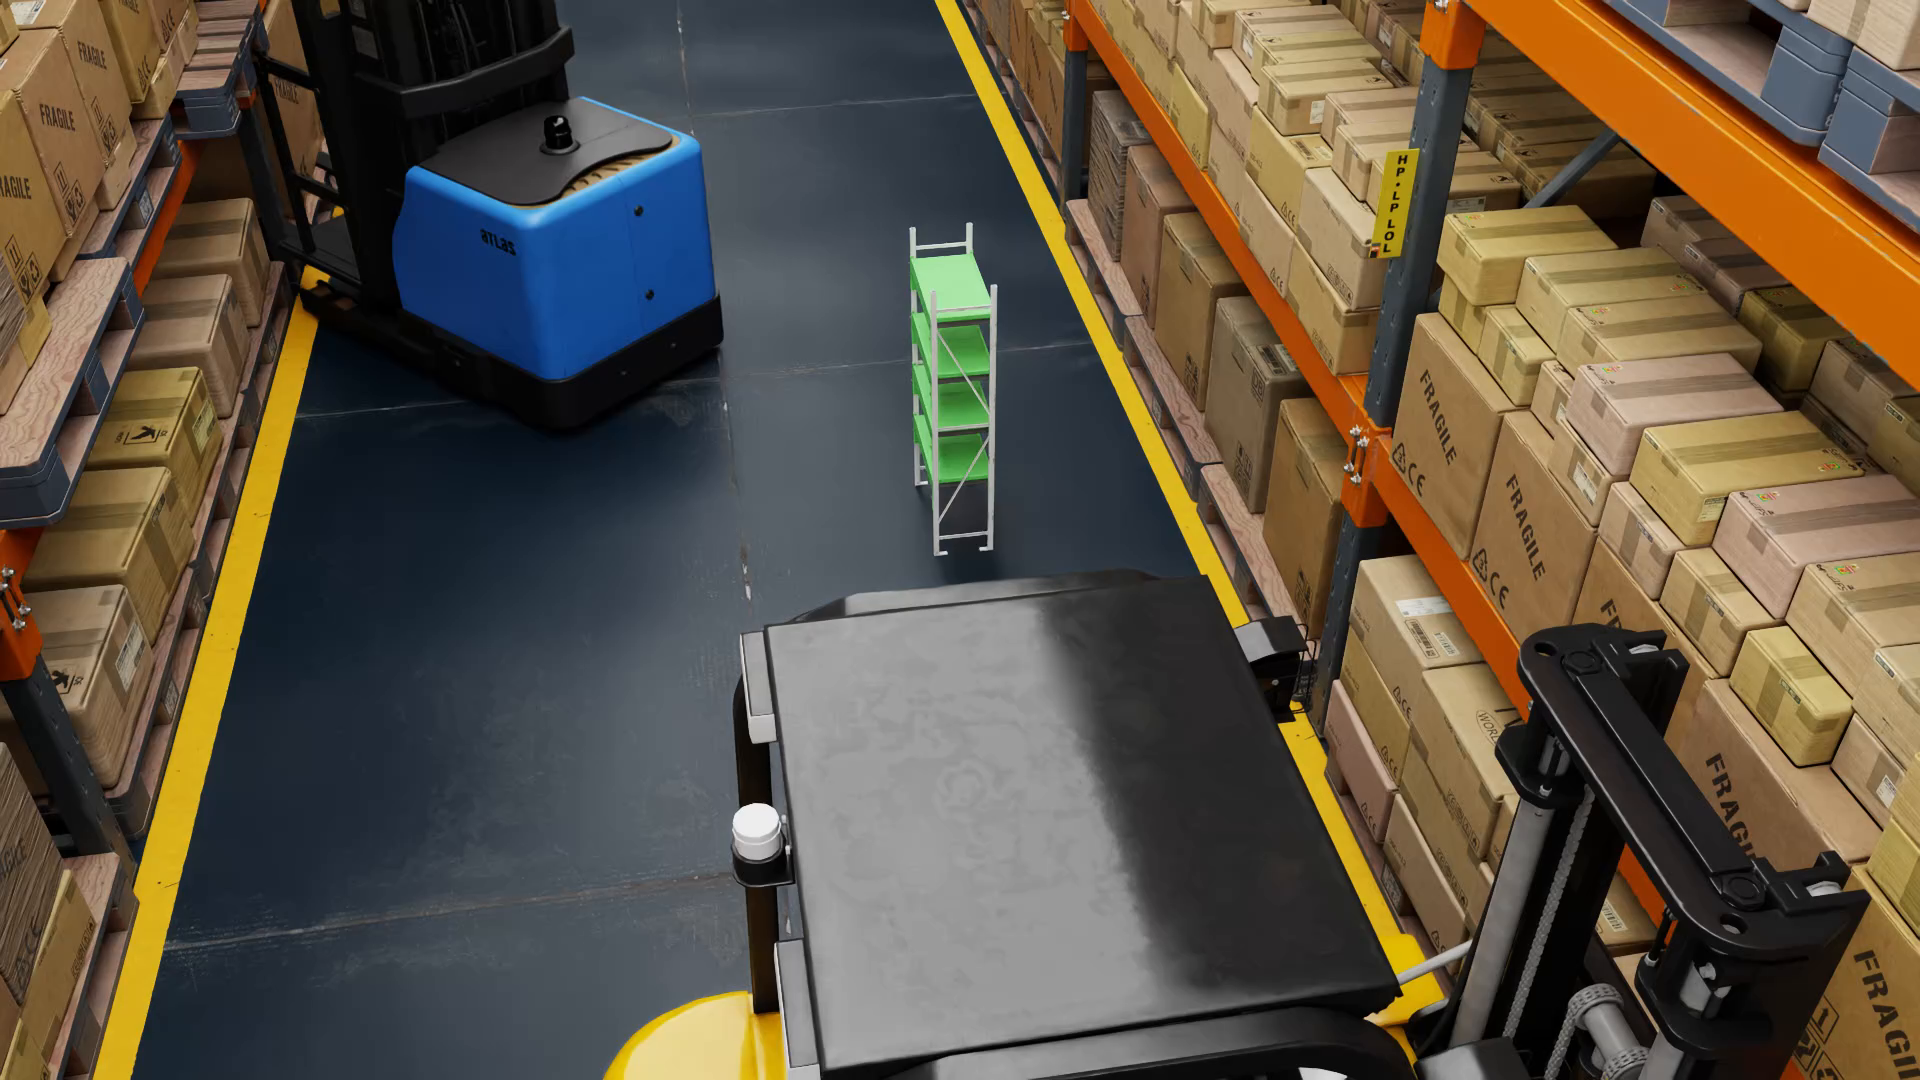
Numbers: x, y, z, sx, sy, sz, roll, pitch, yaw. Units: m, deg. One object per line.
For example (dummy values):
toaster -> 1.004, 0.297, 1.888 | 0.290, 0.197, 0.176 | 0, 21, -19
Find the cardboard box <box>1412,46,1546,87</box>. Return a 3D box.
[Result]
cardboard box -> 1.789, -1.573, 5.719 | 0.380, 0.149, 0.250 | -7, 38, -8

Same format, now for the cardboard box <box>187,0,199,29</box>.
cardboard box -> -3.437, -2.191, 6.987 | 0.380, 0.149, 0.250 | -6, 38, -7

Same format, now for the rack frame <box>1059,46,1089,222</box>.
rack frame -> 1.041, -2.987, 8.150 | 1.000, 3.000, 0.127 | -6, 38, -8

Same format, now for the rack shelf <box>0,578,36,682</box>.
rack shelf -> -2.793, 1.457, 3.016 | 1.077, 0.370, 4.000 | -6, 38, -8

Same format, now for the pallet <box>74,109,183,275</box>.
pallet -> -3.457, -1.184, 5.985 | 1.003, 0.211, 1.213 | -6, 38, -8

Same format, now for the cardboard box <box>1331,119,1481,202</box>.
cardboard box -> 1.401, -1.203, 5.244 | 0.380, 0.149, 0.250 | -7, 38, -9

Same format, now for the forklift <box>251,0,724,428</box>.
forklift -> -2.587, -2.388, 7.435 | 3.031, 2.935, 1.130 | 26, 45, 29

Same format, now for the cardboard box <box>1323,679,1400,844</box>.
cardboard box -> 1.502, 0.677, 5.333 | 0.500, 0.250, 0.500 | -6, 38, -7

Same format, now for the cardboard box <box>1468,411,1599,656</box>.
cardboard box -> 1.671, -0.002, 4.226 | 0.500, 0.500, 0.500 | -6, 38, -7

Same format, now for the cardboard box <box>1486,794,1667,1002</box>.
cardboard box -> 1.697, 0.889, 4.244 | 0.500, 0.250, 0.500 | -5, 38, -6

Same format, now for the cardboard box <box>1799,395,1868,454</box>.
cardboard box -> 2.252, -0.240, 4.003 | 0.380, 0.149, 0.250 | -6, 38, -8

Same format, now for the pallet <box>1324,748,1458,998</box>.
pallet -> 1.841, 1.015, 5.272 | 1.003, 0.211, 1.213 | -6, 38, -8

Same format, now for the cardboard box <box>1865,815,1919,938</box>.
cardboard box -> 1.858, 0.598, 2.925 | 0.380, 0.149, 0.250 | -6, 38, -8

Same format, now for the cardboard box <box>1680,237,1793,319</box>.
cardboard box -> 2.099, -0.668, 4.312 | 0.380, 0.149, 0.250 | -7, 38, -9

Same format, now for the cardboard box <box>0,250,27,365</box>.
cardboard box -> -2.943, -0.672, 4.503 | 0.500, 0.500, 0.500 | -5, 38, -7

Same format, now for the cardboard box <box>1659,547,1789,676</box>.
cardboard box -> 1.736, 0.130, 3.527 | 0.380, 0.149, 0.250 | -7, 38, -9

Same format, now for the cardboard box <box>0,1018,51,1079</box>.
cardboard box -> -2.672, 1.534, 4.230 | 0.500, 0.250, 0.500 | -7, 38, -9

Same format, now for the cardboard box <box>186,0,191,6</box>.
cardboard box -> -3.491, -2.529, 6.894 | 0.500, 0.500, 0.500 | -7, 38, -9

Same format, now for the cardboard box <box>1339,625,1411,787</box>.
cardboard box -> 1.524, 0.477, 5.183 | 0.500, 0.250, 0.500 | -6, 38, -8

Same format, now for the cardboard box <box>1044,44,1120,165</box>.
cardboard box -> 0.756, -2.398, 9.087 | 0.500, 0.500, 0.500 | -5, 38, -7

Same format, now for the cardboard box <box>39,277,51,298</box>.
cardboard box -> -3.089, -0.784, 5.177 | 0.380, 0.149, 0.250 | -4, 38, -5

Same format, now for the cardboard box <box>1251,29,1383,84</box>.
cardboard box -> 1.249, -1.666, 5.839 | 0.380, 0.149, 0.250 | -7, 38, -9

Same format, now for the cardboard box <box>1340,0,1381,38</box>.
cardboard box -> 1.671, -2.028, 6.305 | 0.380, 0.149, 0.250 | -6, 38, -8

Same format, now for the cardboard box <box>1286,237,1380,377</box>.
cardboard box -> 1.397, -0.788, 5.442 | 0.500, 0.250, 0.500 | -5, 38, -7

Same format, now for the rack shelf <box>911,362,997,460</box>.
rack shelf -> -0.029, -0.523, 6.550 | 0.258, 0.148, 0.480 | -6, 38, -8

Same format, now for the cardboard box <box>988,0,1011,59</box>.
cardboard box -> 0.474, -3.329, 10.285 | 0.500, 0.500, 0.500 | -8, 38, -10

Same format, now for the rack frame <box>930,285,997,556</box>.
rack frame -> 0.014, -0.426, 6.321 | 0.240, 1.200, 0.015 | -6, 38, -8

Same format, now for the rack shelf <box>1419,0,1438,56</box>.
rack shelf -> 1.392, -2.680, 5.896 | 1.077, 0.370, 4.000 | -6, 38, -8

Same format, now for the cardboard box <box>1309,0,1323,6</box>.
cardboard box -> 1.185, -2.133, 6.441 | 0.380, 0.149, 0.250 | -6, 38, -8

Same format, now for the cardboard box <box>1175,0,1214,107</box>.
cardboard box -> 1.154, -1.905, 6.471 | 0.500, 0.250, 0.500 | -6, 38, -7

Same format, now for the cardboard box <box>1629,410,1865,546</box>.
cardboard box -> 1.711, -0.138, 3.630 | 0.380, 0.149, 0.250 | -7, 38, -9

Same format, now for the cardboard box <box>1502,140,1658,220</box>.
cardboard box -> 1.892, -1.102, 5.113 | 0.380, 0.149, 0.250 | -7, 38, -9

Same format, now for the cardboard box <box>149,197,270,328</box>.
cardboard box -> -3.755, -1.237, 7.697 | 0.950, 0.372, 0.625 | -9, 39, -11

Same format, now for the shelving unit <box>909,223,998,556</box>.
shelving unit -> -0.029, -0.574, 6.511 | 0.258, 1.200, 0.503 | -6, 38, -8

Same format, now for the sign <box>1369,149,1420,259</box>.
sign -> 1.210, -0.933, 4.627 | 0.100, 0.325, 0.005 | -6, 38, -8

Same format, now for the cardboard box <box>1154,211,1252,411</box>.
cardboard box -> 1.378, -1.037, 7.233 | 0.875, 0.625, 0.625 | -8, 39, -10

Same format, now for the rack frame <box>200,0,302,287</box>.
rack frame -> -3.845, -2.451, 7.460 | 1.000, 3.000, 0.127 | -6, 38, -8

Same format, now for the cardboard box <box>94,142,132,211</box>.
cardboard box -> -3.130, -1.260, 5.789 | 0.380, 0.149, 0.250 | -5, 38, -6

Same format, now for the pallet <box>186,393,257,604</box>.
pallet -> -3.499, -0.142, 6.761 | 1.003, 0.211, 1.213 | -6, 38, -8

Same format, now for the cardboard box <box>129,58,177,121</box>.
cardboard box -> -3.251, -1.726, 6.389 | 0.380, 0.149, 0.250 | -6, 38, -7

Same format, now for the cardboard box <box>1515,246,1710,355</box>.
cardboard box -> 1.659, -0.613, 4.242 | 0.380, 0.149, 0.250 | -6, 38, -7

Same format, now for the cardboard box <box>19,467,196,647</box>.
cardboard box -> -3.367, 0.086, 5.993 | 0.950, 0.372, 0.625 | -4, 38, -5

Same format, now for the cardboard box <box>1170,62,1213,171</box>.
cardboard box -> 1.148, -1.705, 6.623 | 0.500, 0.250, 0.500 | -5, 38, -6

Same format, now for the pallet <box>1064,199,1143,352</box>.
pallet -> 1.147, -1.385, 8.360 | 1.003, 0.211, 1.213 | -6, 38, -8

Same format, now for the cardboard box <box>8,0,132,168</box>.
cardboard box -> -3.206, -1.583, 5.677 | 0.500, 0.500, 0.500 | -8, 39, -10

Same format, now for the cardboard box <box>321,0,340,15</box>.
cardboard box -> -4.192, -3.283, 9.921 | 0.875, 0.875, 0.875 | -5, 38, -7

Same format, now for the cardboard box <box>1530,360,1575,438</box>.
cardboard box -> 1.660, -0.335, 4.126 | 0.380, 0.149, 0.250 | -6, 38, -8

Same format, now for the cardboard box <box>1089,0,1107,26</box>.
cardboard box -> 0.879, -2.634, 7.817 | 0.500, 0.250, 0.500 | -6, 38, -8

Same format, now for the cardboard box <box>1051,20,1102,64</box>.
cardboard box -> 0.706, -2.693, 8.938 | 0.380, 0.149, 0.250 | -8, 39, -10

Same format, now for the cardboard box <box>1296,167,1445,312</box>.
cardboard box -> 1.405, -0.978, 5.279 | 0.500, 0.250, 0.500 | -7, 38, -9

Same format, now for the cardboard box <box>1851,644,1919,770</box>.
cardboard box -> 1.899, 0.312, 3.050 | 0.380, 0.149, 0.250 | -6, 38, -7

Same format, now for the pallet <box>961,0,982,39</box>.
pallet -> 0.520, -3.815, 11.488 | 1.003, 0.211, 1.213 | -6, 38, -8

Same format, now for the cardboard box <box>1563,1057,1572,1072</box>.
cardboard box -> 1.778, 1.391, 4.006 | 0.500, 0.250, 0.500 | -6, 38, -8

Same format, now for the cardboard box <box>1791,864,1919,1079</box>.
cardboard box -> 1.927, 0.913, 3.049 | 0.500, 0.500, 0.500 | -7, 38, -9

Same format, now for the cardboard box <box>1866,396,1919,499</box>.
cardboard box -> 2.290, -0.206, 3.718 | 0.380, 0.149, 0.250 | -7, 38, -9
